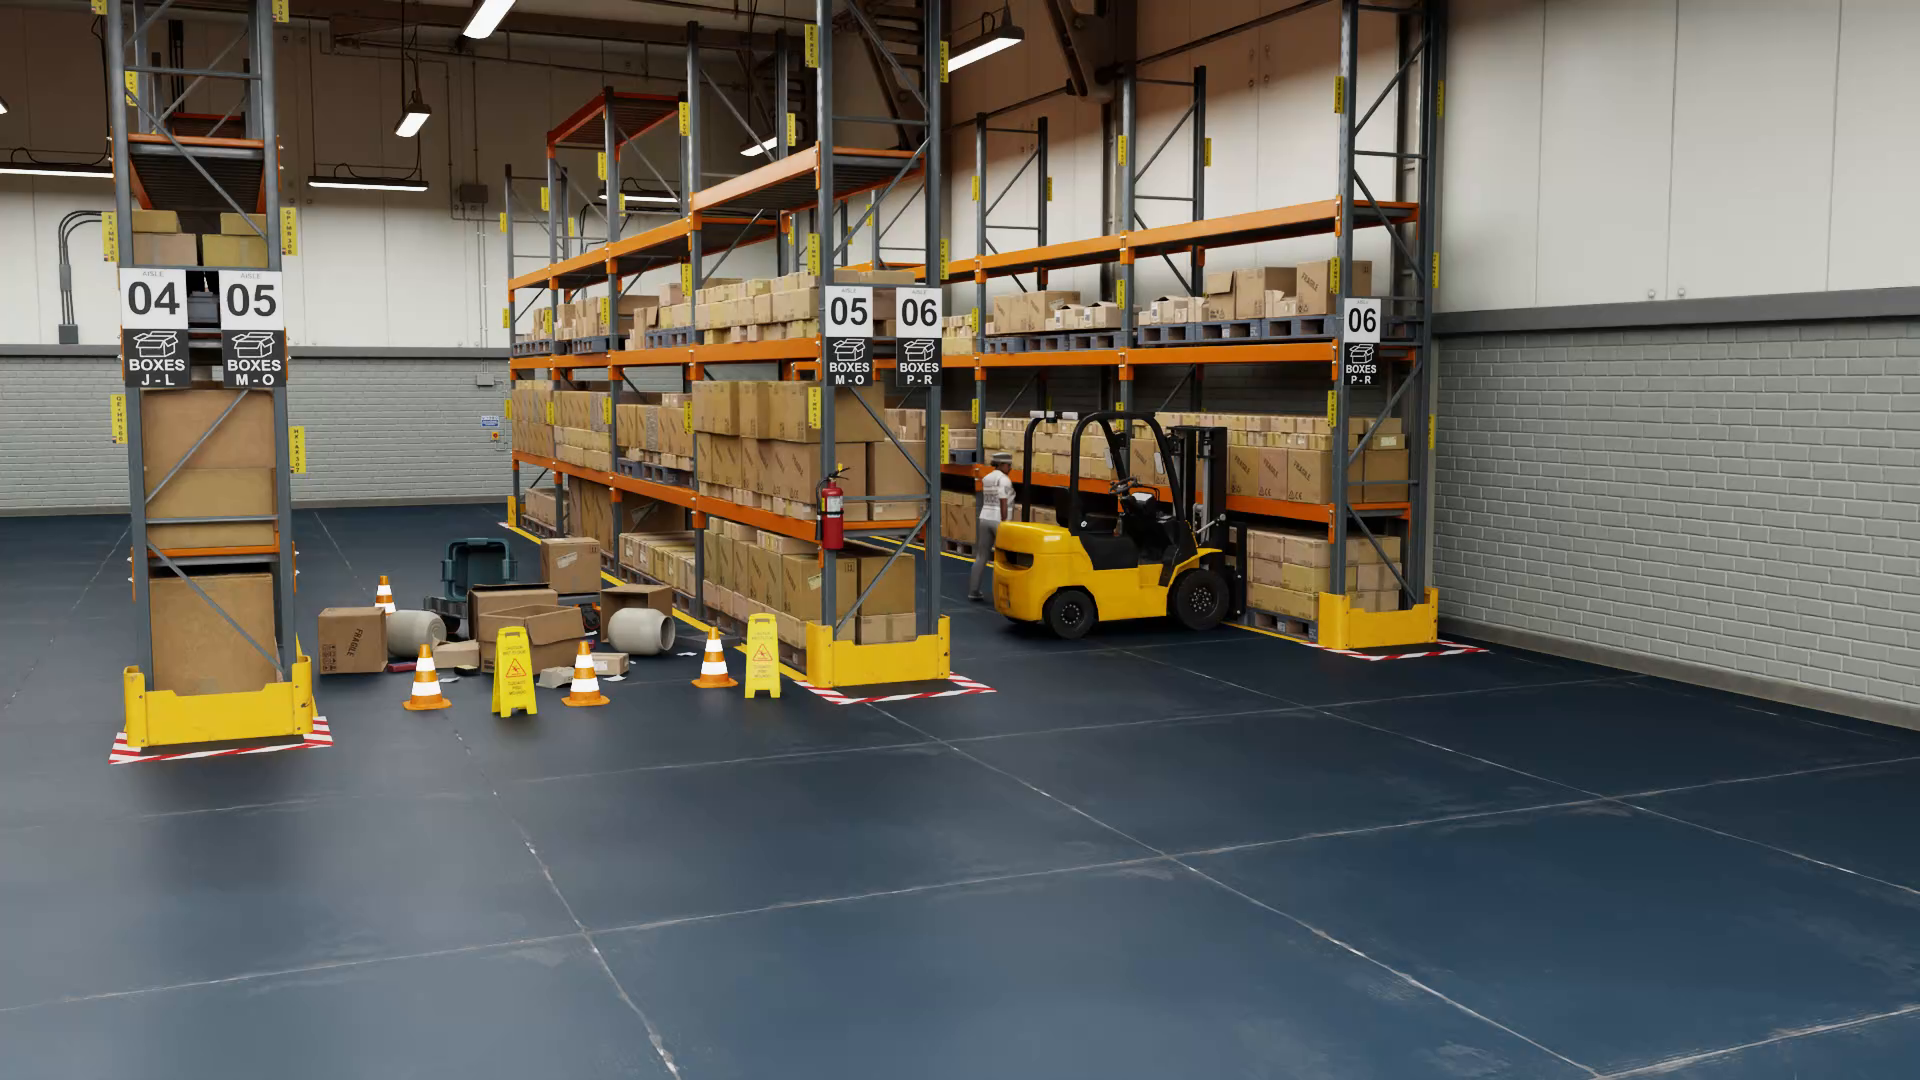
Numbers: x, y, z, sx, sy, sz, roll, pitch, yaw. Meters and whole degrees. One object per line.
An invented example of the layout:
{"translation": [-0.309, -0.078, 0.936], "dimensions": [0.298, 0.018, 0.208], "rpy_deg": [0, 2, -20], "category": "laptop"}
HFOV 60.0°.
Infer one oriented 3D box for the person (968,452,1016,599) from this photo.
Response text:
{"translation": [0.453, -0.138, 18.531], "dimensions": [0.615, 1.673, 0.629], "rpy_deg": [-5, 7, -42], "category": "person"}
